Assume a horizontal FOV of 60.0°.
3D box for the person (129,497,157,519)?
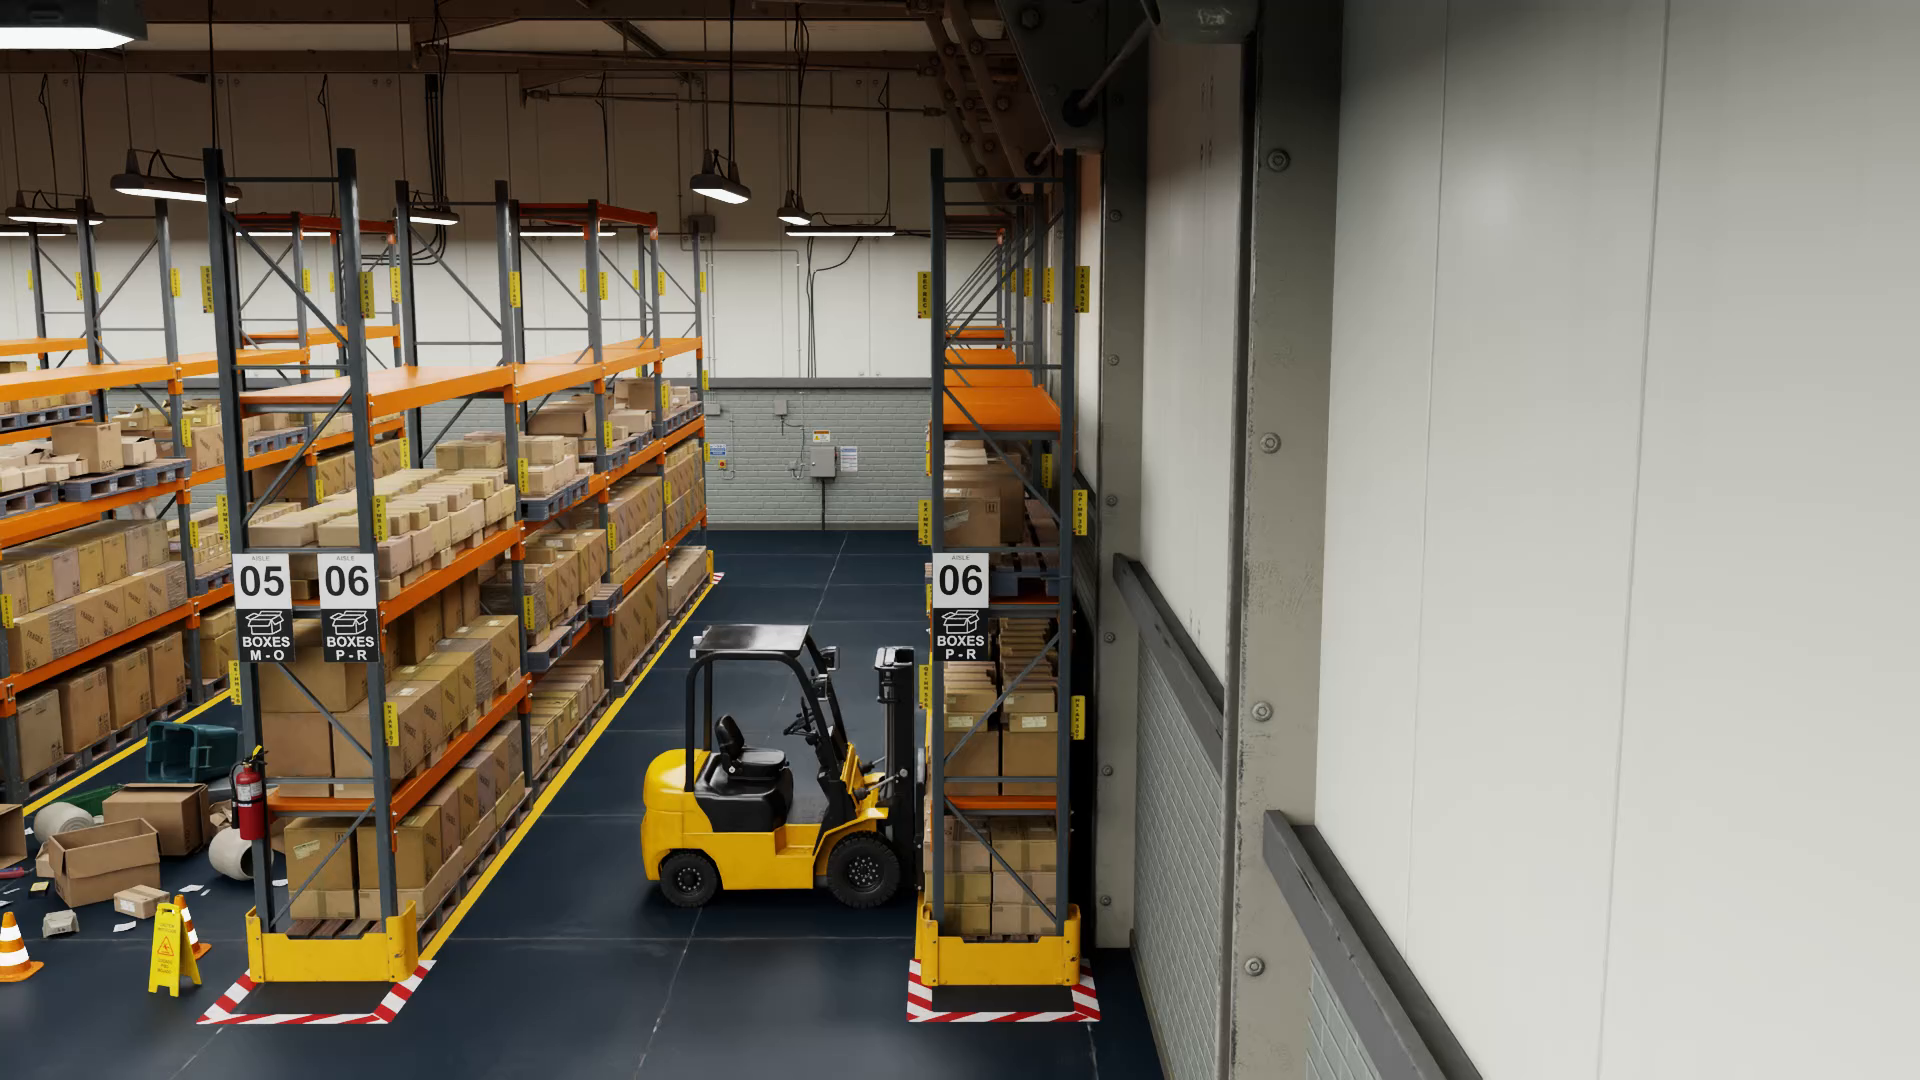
[{"bbox_3d":[-15.229,-0.602,30.907,0.638,1.735,0.670,-7,11,-35],"label":"person"}]
